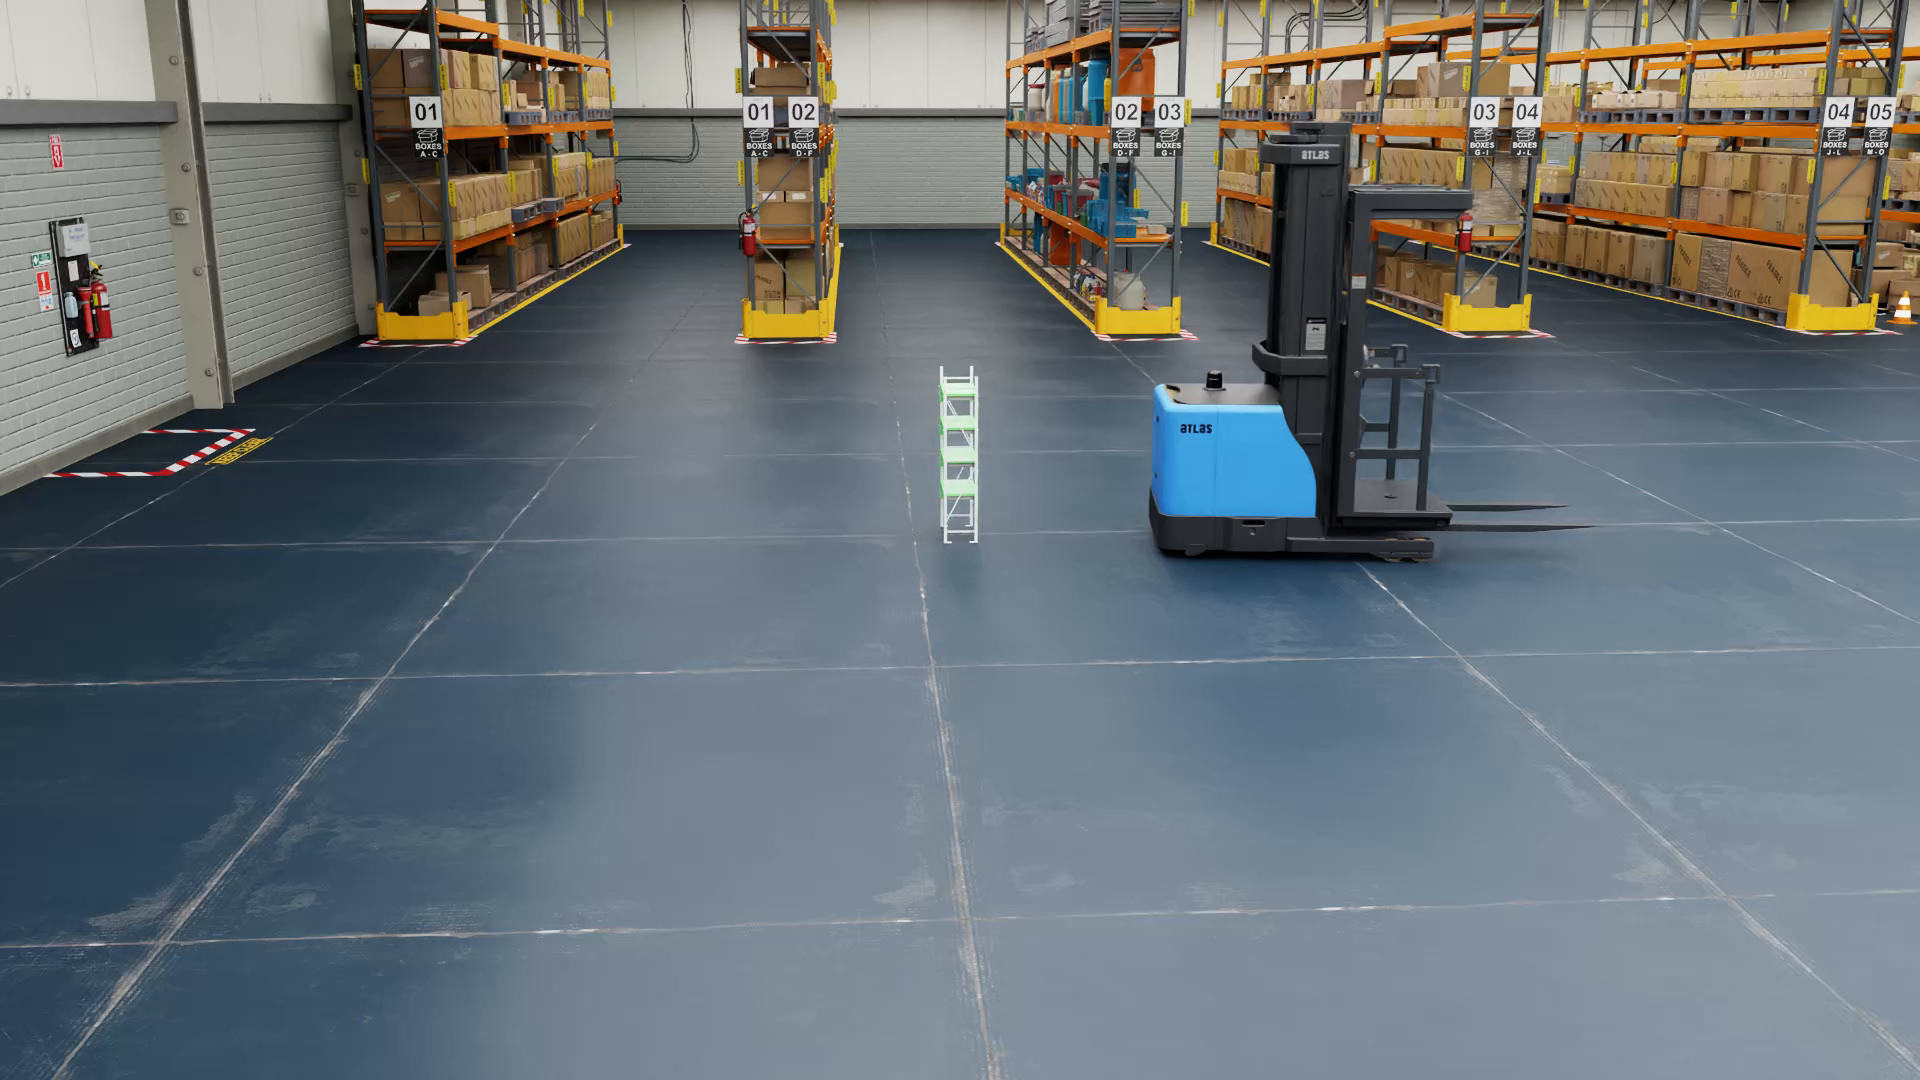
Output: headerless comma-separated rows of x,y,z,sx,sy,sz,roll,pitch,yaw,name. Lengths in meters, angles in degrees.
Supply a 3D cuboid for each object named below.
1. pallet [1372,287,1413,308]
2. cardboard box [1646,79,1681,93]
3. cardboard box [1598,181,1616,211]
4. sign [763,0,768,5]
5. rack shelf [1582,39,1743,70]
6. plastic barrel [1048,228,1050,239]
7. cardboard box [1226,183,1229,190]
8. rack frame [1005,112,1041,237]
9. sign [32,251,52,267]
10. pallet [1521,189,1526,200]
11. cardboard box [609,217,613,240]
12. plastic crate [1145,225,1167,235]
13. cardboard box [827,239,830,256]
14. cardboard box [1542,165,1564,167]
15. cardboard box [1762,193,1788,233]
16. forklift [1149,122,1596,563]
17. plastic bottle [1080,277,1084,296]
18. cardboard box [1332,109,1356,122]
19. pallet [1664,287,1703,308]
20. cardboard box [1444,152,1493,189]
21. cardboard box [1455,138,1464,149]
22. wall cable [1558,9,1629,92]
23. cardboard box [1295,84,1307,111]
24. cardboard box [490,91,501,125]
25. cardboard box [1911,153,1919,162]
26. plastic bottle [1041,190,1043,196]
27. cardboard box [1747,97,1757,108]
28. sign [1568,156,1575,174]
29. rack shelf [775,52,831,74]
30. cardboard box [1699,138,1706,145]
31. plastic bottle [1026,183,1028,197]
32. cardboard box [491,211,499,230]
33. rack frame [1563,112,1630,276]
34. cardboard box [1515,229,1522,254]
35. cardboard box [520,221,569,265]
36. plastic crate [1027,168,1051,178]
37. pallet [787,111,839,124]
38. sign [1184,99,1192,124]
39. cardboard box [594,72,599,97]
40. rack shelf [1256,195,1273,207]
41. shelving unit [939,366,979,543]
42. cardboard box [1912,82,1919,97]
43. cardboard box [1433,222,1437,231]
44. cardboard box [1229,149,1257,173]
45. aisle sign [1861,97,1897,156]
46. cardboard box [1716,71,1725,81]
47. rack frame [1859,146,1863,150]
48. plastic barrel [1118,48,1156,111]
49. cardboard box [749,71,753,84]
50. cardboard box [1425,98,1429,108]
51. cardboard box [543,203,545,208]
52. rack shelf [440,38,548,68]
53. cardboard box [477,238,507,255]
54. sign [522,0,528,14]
7.315,-3.911,26.804,1.003,0.211,1.213,-1,14,-3,pallet
12.334,-7.799,29.055,0.500,0.500,0.500,-1,14,-3,cardboard box
11.770,-6.155,29.728,0.500,0.500,0.500,-1,14,-3,cardboard box
-3.439,-9.656,29.463,0.100,0.325,0.005,-1,14,-3,sign
12.070,-8.340,28.628,1.077,0.370,4.000,-1,14,-3,rack shelf
1.929,-5.784,32.484,0.600,0.588,0.708,-1,14,-3,plastic barrel
6.238,-8.005,37.623,0.380,0.149,0.250,-1,14,-4,cardboard box
1.551,-8.336,38.405,1.000,3.000,0.127,-1,14,-3,rack frame
-7.826,-2.393,14.173,0.001,0.109,0.331,-1,14,-3,sign
11.783,-6.873,33.104,1.003,0.211,1.213,-1,14,-3,pallet
-8.194,-7.003,37.399,0.700,0.500,0.500,-1,14,-3,cardboard box
2.808,-4.457,23.857,0.298,0.136,0.250,-1,14,-3,plastic crate
-2.619,-5.288,30.108,0.500,0.311,0.500,-1,14,-2,cardboard box
11.978,-7.484,33.563,0.380,0.149,0.250,-1,14,-5,cardboard box
12.318,-4.785,24.304,0.875,0.550,0.550,-1,14,-3,cardboard box
2.904,-1.399,11.583,3.031,2.935,1.130,1,14,2,forklift
1.910,-3.953,25.940,0.061,0.283,0.133,0,14,-1,plastic bottle
6.838,-7.427,29.152,0.500,0.250,0.500,-1,14,-2,cardboard box
12.163,-3.939,26.911,1.003,0.211,1.213,-1,14,-3,pallet
7.205,-5.243,23.579,0.500,0.500,0.500,-1,14,-3,cardboard box
11.296,-8.643,36.794,0.500,0.500,0.500,-1,14,-5,cardboard box
16.502,-12.892,44.073,2.355,3.000,0.029,-1,14,-3,wall cable
6.739,-8.491,31.945,0.500,0.500,0.500,0,14,0,cardboard box
-7.316,-6.587,25.347,0.500,0.500,0.500,0,14,-2,cardboard box
16.778,-6.641,28.877,0.380,0.149,0.250,-2,15,-6,cardboard box
1.580,-6.513,31.578,0.097,0.271,0.097,0,14,0,plastic bottle
11.989,-6.524,24.805,0.380,0.149,0.250,-1,14,-3,cardboard box
11.405,-6.986,30.993,0.100,0.325,0.005,-1,14,-3,sign
-3.022,-9.131,31.704,1.077,0.370,4.000,-1,14,-3,rack shelf
16.349,-8.681,36.238,0.380,0.149,0.250,-1,14,-4,cardboard box
1.395,-7.187,34.173,0.061,0.283,0.133,-1,14,-3,plastic bottle
-7.193,-4.774,24.821,0.500,0.250,0.500,-1,14,-4,cardboard box
11.947,-6.474,31.169,1.000,3.000,0.127,-1,14,-3,rack frame
11.560,-6.012,33.548,0.500,0.500,0.500,-1,14,-2,cardboard box
-7.756,-5.541,31.012,0.750,0.750,0.750,-1,14,-4,cardboard box
1.758,-8.302,38.081,0.616,0.435,0.499,-1,14,-3,plastic crate
-2.766,-7.465,29.378,1.213,0.211,1.003,0,14,-1,pallet
3.091,-5.821,22.593,0.100,0.325,0.005,-1,14,-3,sign
-7.928,-9.615,35.111,0.500,0.500,0.500,-1,14,-3,cardboard box
6.866,-6.572,32.992,1.077,0.370,4.000,-1,14,-3,rack shelf
-0.010,-0.622,12.037,0.258,1.200,0.503,-1,14,-3,shelving unit
16.880,-7.802,28.766,0.500,0.250,0.500,-1,14,-3,cardboard box
7.206,-4.628,24.498,0.380,0.149,0.250,-1,14,-3,cardboard box
6.324,-8.470,37.127,0.500,0.500,0.500,-1,14,-5,cardboard box
12.746,-5.731,23.062,0.394,0.787,0.004,-1,14,-3,aisle sign
11.926,-7.163,25.688,0.380,0.149,0.250,-1,14,-4,cardboard box
21.339,-8.643,39.598,1.000,3.000,0.127,-1,14,-3,rack frame
2.385,-6.340,22.922,0.600,0.830,0.708,-1,14,-3,plastic barrel
-2.674,-6.638,24.457,0.797,0.503,0.637,1,14,3,cardboard box
7.113,-6.463,24.607,0.380,0.149,0.250,-2,15,-6,cardboard box
-7.631,-6.167,30.439,0.380,0.149,0.250,-1,14,-4,cardboard box
-7.718,-8.059,27.537,1.077,0.370,4.000,-1,14,-3,rack shelf
-7.687,-4.857,27.511,0.500,0.250,0.500,-1,14,-5,cardboard box
-8.645,-10.620,33.051,0.100,0.325,0.005,-1,14,-3,sign
